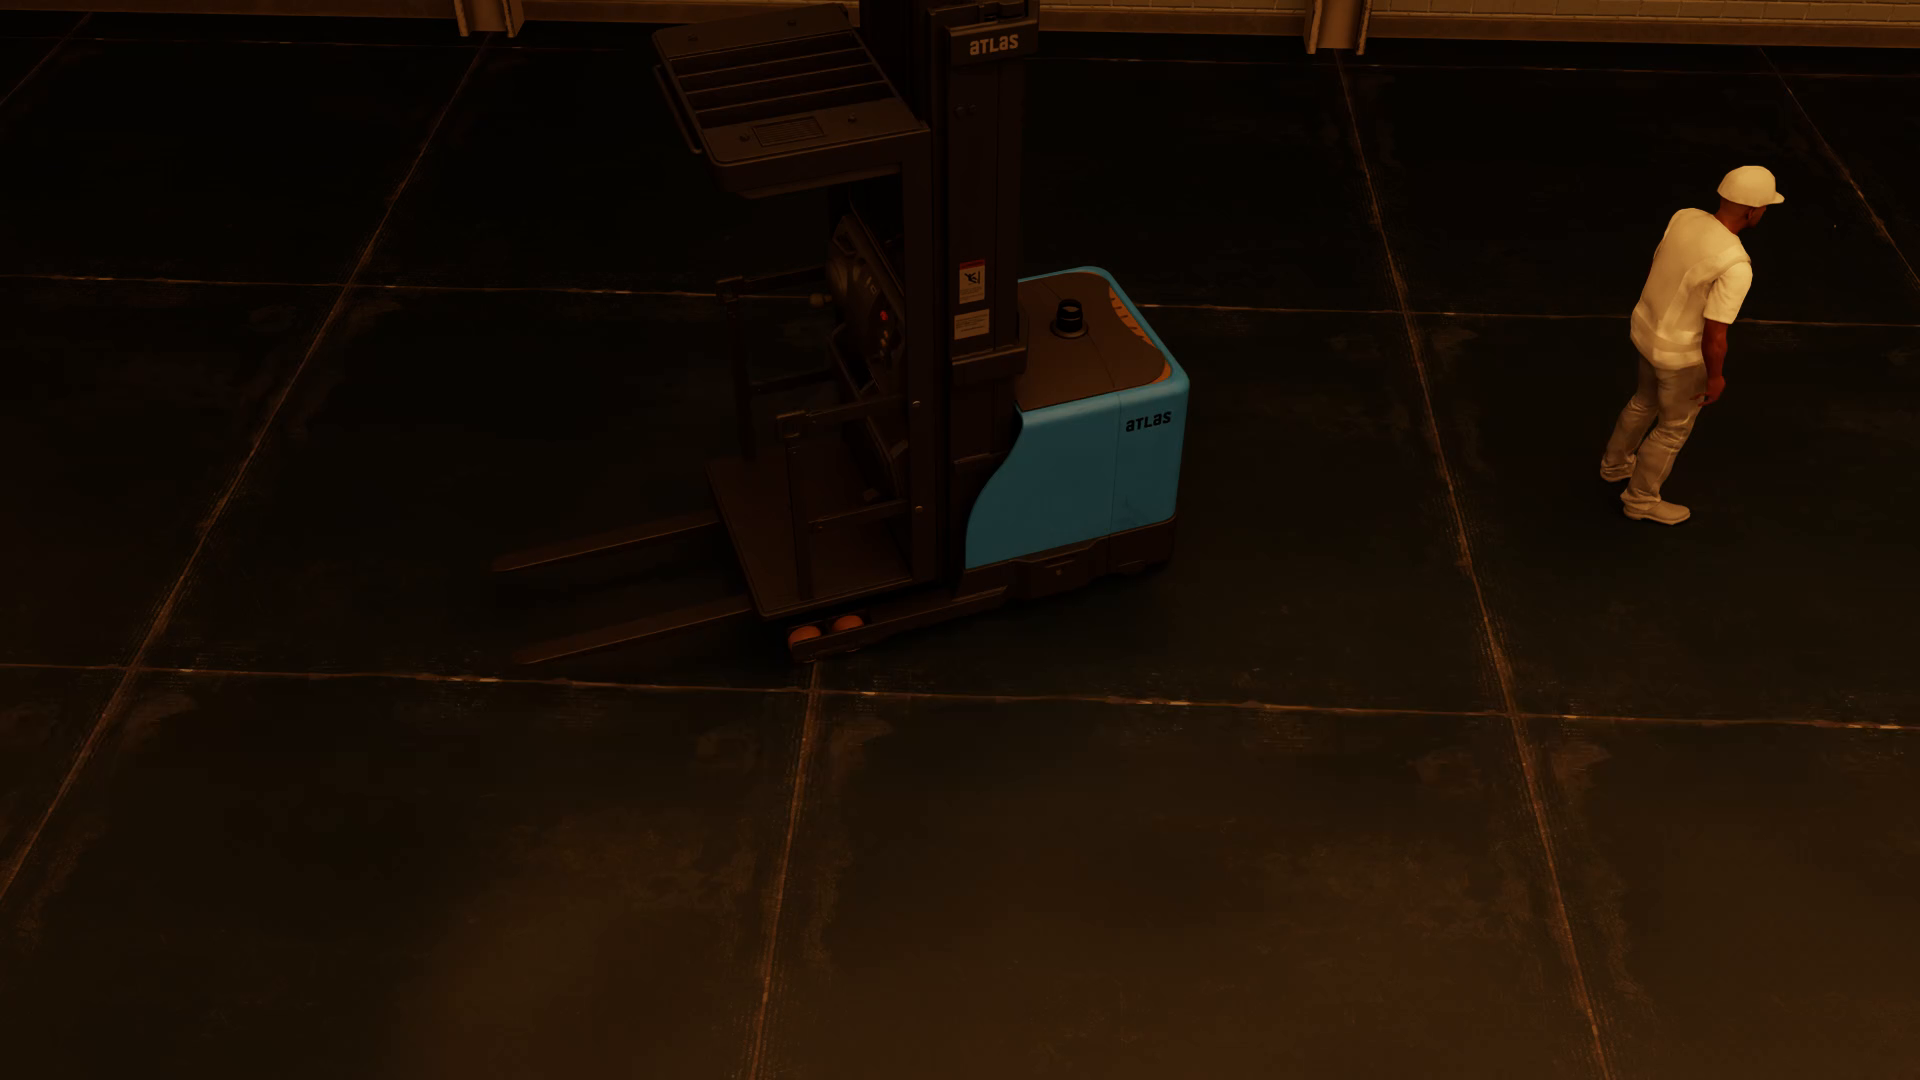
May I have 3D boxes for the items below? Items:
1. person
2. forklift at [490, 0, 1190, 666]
[{"bbox_3d":[3.309,-0.903,7.603,0.461,1.759,0.631,-5,43,-6],"label":"person"},{"bbox_3d":[-0.573,-0.945,6.778,3.031,2.935,1.130,-13,44,-14],"label":"forklift"}]
